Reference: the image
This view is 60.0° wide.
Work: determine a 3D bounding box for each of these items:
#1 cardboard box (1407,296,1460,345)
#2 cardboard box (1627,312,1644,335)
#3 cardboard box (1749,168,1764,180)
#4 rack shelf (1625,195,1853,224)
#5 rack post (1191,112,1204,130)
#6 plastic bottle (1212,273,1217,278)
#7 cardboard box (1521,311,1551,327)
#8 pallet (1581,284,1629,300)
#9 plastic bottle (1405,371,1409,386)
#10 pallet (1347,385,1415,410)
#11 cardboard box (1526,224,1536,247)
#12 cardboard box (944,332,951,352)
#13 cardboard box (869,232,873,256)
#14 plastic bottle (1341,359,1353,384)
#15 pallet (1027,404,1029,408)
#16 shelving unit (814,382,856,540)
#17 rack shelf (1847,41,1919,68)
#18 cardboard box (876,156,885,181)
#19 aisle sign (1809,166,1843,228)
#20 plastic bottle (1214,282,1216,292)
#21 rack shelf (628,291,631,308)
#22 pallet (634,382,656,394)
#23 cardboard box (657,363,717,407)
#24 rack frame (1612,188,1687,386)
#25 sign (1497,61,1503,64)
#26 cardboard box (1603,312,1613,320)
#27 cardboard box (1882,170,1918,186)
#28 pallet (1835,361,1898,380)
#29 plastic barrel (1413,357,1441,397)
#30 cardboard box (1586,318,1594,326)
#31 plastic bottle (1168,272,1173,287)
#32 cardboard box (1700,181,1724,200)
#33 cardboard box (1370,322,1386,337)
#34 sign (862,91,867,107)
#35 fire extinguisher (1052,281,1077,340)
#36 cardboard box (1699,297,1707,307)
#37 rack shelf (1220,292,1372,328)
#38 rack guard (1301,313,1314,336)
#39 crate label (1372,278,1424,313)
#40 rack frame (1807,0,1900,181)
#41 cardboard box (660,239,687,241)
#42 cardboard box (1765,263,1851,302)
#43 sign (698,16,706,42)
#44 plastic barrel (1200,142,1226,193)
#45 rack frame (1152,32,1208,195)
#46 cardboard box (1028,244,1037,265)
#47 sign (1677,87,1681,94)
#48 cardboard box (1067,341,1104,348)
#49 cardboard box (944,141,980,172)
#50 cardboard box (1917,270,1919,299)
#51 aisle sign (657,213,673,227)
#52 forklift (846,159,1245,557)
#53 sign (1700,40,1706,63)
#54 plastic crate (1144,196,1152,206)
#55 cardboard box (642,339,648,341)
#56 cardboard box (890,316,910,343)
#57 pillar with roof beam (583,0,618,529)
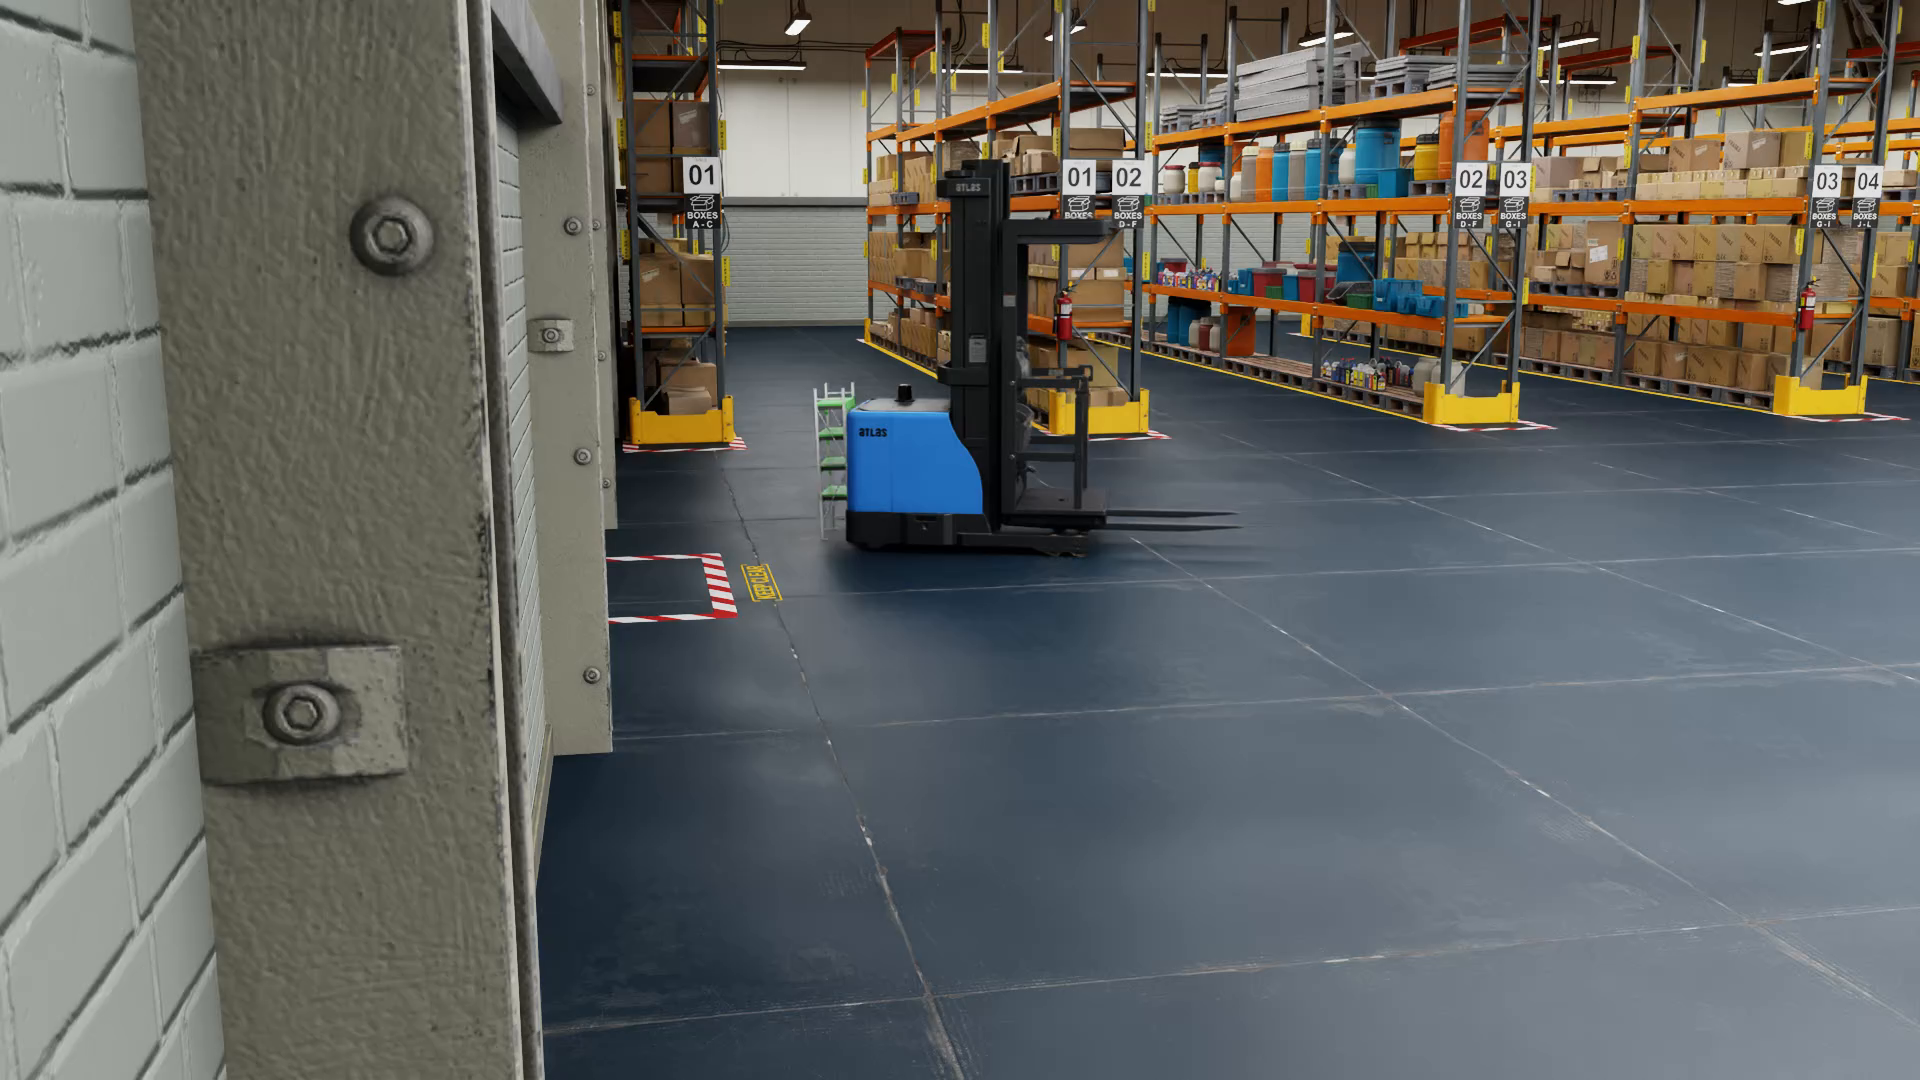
[{"bbox_3d":[9.369,-4.224,31.926,1.225,0.875,0.875,-3,11,-13],"label":"cardboard box"},{"bbox_3d":[13.818,-4.337,33.523,0.500,0.500,0.500,-2,11,-9],"label":"cardboard box"},{"bbox_3d":[10.855,-4.920,22.335,0.380,0.149,0.250,-2,11,-11],"label":"cardboard box"},{"bbox_3d":[10.995,-4.628,23.391,1.077,0.370,4.000,-2,11,-11],"label":"rack shelf"},{"bbox_3d":[4.710,-7.497,29.854,0.937,0.300,0.954,-1,11,-5],"label":"rack post"},{"bbox_3d":[4.707,-4.803,30.755,0.097,0.271,0.097,0,11,0],"label":"plastic bottle"},{"bbox_3d":[9.988,-3.843,28.869,0.500,0.250,0.500,-2,11,-9],"label":"cardboard box"},{"bbox_3d":[10.600,-3.926,26.314,1.003,0.211,1.213,-2,11,-11],"label":"pallet"},{"bbox_3d":[6.333,-2.283,23.478,0.097,0.201,0.097,0,11,0],"label":"plastic bottle"},{"bbox_3d":[6.078,-1.976,23.013,1.003,0.211,1.213,-2,11,-11],"label":"pallet"},{"bbox_3d":[12.984,-6.832,37.331,0.500,0.500,0.500,-2,11,-11],"label":"cardboard box"},{"bbox_3d":[0.034,-3.177,26.597,0.500,0.311,0.500,-2,11,-12],"label":"cardboard box"},{"bbox_3d":[-1.618,-6.165,34.625,0.500,0.500,0.500,-2,11,-9],"label":"cardboard box"},{"bbox_3d":[5.534,-2.412,23.753,0.144,0.351,0.185,-3,11,-13],"label":"plastic bottle"},{"bbox_3d":[1.242,-1.774,21.951,1.003,0.211,1.213,-2,11,-11],"label":"pallet"},{"bbox_3d":[-0.978,-0.638,13.314,0.258,1.200,0.503,-1,11,5],"label":"shelving unit"},{"bbox_3d":[19.160,-9.562,32.402,1.077,0.370,4.000,-2,11,-11],"label":"rack shelf"},{"bbox_3d":[-1.316,-7.542,33.833,0.700,0.500,0.500,-2,11,-11],"label":"cardboard box"},{"bbox_3d":[11.102,-4.396,21.317,0.394,0.787,0.004,-2,11,-11],"label":"aisle sign"},{"bbox_3d":[4.468,-4.411,28.881,0.097,0.201,0.097,0,11,0],"label":"plastic bottle"},{"bbox_3d":[-5.137,-4.081,28.542,1.077,0.370,4.000,-2,11,-11],"label":"rack shelf"},{"bbox_3d":[-4.123,-2.107,23.703,1.003,0.211,1.213,-2,11,-11],"label":"pallet"},{"bbox_3d":[-3.443,-1.960,20.981,0.700,0.500,0.500,-3,11,-15],"label":"cardboard box"},{"bbox_3d":[10.606,-3.875,25.532,1.000,3.000,0.127,-2,11,-11],"label":"rack frame"},{"bbox_3d":[9.284,-8.071,28.614,0.100,0.325,0.005,-2,11,-11],"label":"sign"},{"bbox_3d":[13.610,-4.658,34.556,0.380,0.149,0.250,-2,11,-9],"label":"cardboard box"},{"bbox_3d":[15.196,-5.816,26.717,0.500,0.250,0.500,-2,11,-10],"label":"cardboard box"},{"bbox_3d":[15.267,-2.806,27.372,1.003,0.211,1.213,-2,11,-11],"label":"pallet"},{"bbox_3d":[6.225,-2.155,22.027,0.421,0.512,0.421,0,11,0],"label":"plastic barrel"},{"bbox_3d":[13.427,-4.600,35.046,0.380,0.149,0.250,-3,11,-13],"label":"cardboard box"},{"bbox_3d":[3.975,-4.911,31.318,0.097,0.271,0.097,0,11,0],"label":"plastic bottle"},{"bbox_3d":[10.747,-4.898,23.287,0.500,0.250,0.500,-2,11,-12],"label":"cardboard box"},{"bbox_3d":[9.000,-4.629,34.051,0.875,0.875,0.875,-2,11,-11],"label":"cardboard box"},{"bbox_3d":[-1.978,-9.141,34.447,0.100,0.325,0.005,-2,11,-11],"label":"sign"},{"bbox_3d":[1.233,-2.705,19.593,0.296,0.674,0.183,-2,11,-11],"label":"fire extinguisher"},{"bbox_3d":[10.751,-3.382,23.616,0.380,0.149,0.250,-2,11,-11],"label":"cardboard box"},{"bbox_3d":[5.358,-3.708,26.580,1.077,0.370,4.000,-2,11,-11],"label":"rack shelf"},{"bbox_3d":[8.267,-4.852,37.352,1.175,0.500,0.348,-2,11,-11],"label":"rack guard"},{"bbox_3d":[5.902,-3.306,22.450,0.502,0.435,0.616,-2,11,-11],"label":"crate label"},{"bbox_3d":[11.384,-6.088,21.117,1.000,3.000,0.127,-2,11,-11],"label":"rack frame"},{"bbox_3d":[-4.689,-4.833,27.442,0.500,0.250,0.500,-2,11,-12],"label":"cardboard box"},{"bbox_3d":[11.304,-3.438,22.176,0.875,0.500,0.500,-2,11,-11],"label":"cardboard box"},{"bbox_3d":[-3.435,-6.796,22.123,0.100,0.325,0.005,-2,11,-11],"label":"sign"},{"bbox_3d":[4.673,-6.781,30.312,0.600,0.901,0.708,-2,11,-11],"label":"plastic barrel"},{"bbox_3d":[4.191,-8.109,31.733,1.000,3.000,0.127,-2,11,-11],"label":"rack frame"},{"bbox_3d":[1.273,-3.844,21.635,0.700,0.500,0.500,-2,11,-11],"label":"cardboard box"},{"bbox_3d":[14.478,-9.009,33.540,0.100,0.325,0.005,-2,11,-11],"label":"sign"},{"bbox_3d":[1.571,-2.295,21.456,0.500,0.500,0.500,-2,11,-11],"label":"cardboard box"},{"bbox_3d":[0.031,-6.343,27.535,0.500,0.500,0.500,-2,11,-11],"label":"cardboard box"},{"bbox_3d":[15.574,-4.043,26.015,0.875,0.550,0.550,-2,11,-11],"label":"cardboard box"},{"bbox_3d":[-6.024,-6.836,34.140,0.394,0.787,0.004,-2,11,-11],"label":"aisle sign"},{"bbox_3d":[0.679,-1.415,12.793,3.031,2.935,1.130,1,11,7],"label":"forklift"},{"bbox_3d":[11.142,-7.336,24.962,0.100,0.325,0.005,-2,11,-11],"label":"sign"},{"bbox_3d":[3.813,-6.598,32.384,0.450,0.188,0.662,-2,11,-11],"label":"plastic crate"},{"bbox_3d":[-4.571,-2.827,25.537,0.700,0.500,0.500,-2,11,-11],"label":"cardboard box"},{"bbox_3d":[-1.057,-4.065,32.039,0.500,0.500,0.500,-2,11,-11],"label":"cardboard box"},{"bbox_3d":[1.213,-4.701,13.827,9.100,9.000,0.400,-2,11,-11],"label":"pillar with roof beam"}]
